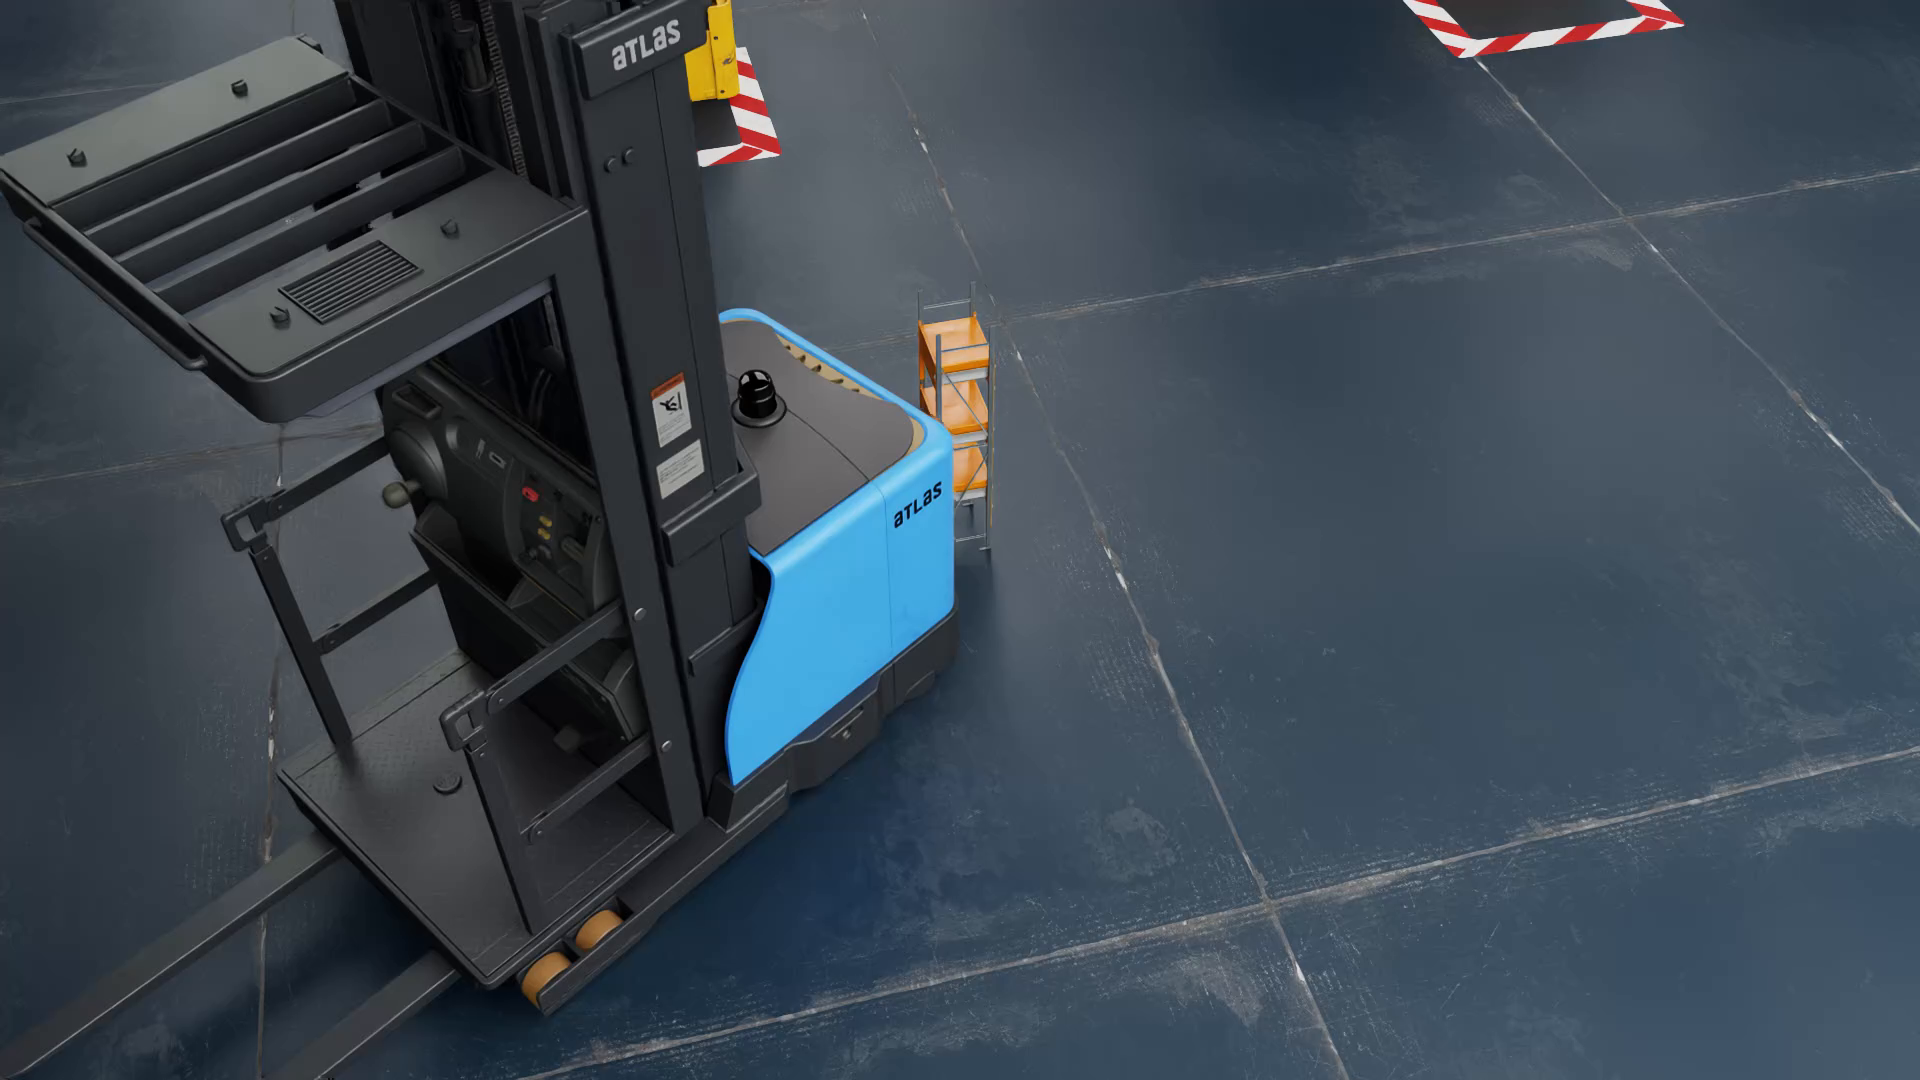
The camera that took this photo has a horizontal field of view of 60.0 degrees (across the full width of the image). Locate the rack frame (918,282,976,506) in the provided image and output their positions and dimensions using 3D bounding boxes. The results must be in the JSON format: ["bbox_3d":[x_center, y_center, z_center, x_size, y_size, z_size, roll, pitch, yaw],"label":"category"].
[{"bbox_3d":[-0.045,-0.489,5.994,0.200,1.050,0.008,-11,47,-10],"label":"rack frame"}]

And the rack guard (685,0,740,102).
[{"bbox_3d":[-1.719,-2.446,8.297,1.175,0.500,0.348,-11,47,-10],"label":"rack guard"}]

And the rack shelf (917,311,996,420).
[{"bbox_3d":[-0.014,-0.596,5.716,0.215,0.259,0.240,-11,47,-10],"label":"rack shelf"}]

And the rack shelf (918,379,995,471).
[{"bbox_3d":[-0.014,-0.397,5.919,0.215,0.259,0.240,-11,47,-10],"label":"rack shelf"}]

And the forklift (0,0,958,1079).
[{"bbox_3d":[-1.373,-0.064,4.261,1.130,2.935,3.031,33,54,28],"label":"forklift"}]

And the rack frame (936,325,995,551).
[{"bbox_3d":[0.018,-0.320,5.829,0.200,1.050,0.008,-11,47,-10],"label":"rack frame"}]

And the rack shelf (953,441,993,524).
[{"bbox_3d":[-0.014,-0.202,6.117,0.215,0.259,0.240,-11,47,-10],"label":"rack shelf"}]

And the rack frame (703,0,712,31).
[{"bbox_3d":[-1.725,-3.338,7.421,1.000,3.000,0.127,-11,47,-10],"label":"rack frame"}]

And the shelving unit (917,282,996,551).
[{"bbox_3d":[-0.014,-0.404,5.911,0.215,1.050,0.252,-11,47,-10],"label":"shelving unit"}]
